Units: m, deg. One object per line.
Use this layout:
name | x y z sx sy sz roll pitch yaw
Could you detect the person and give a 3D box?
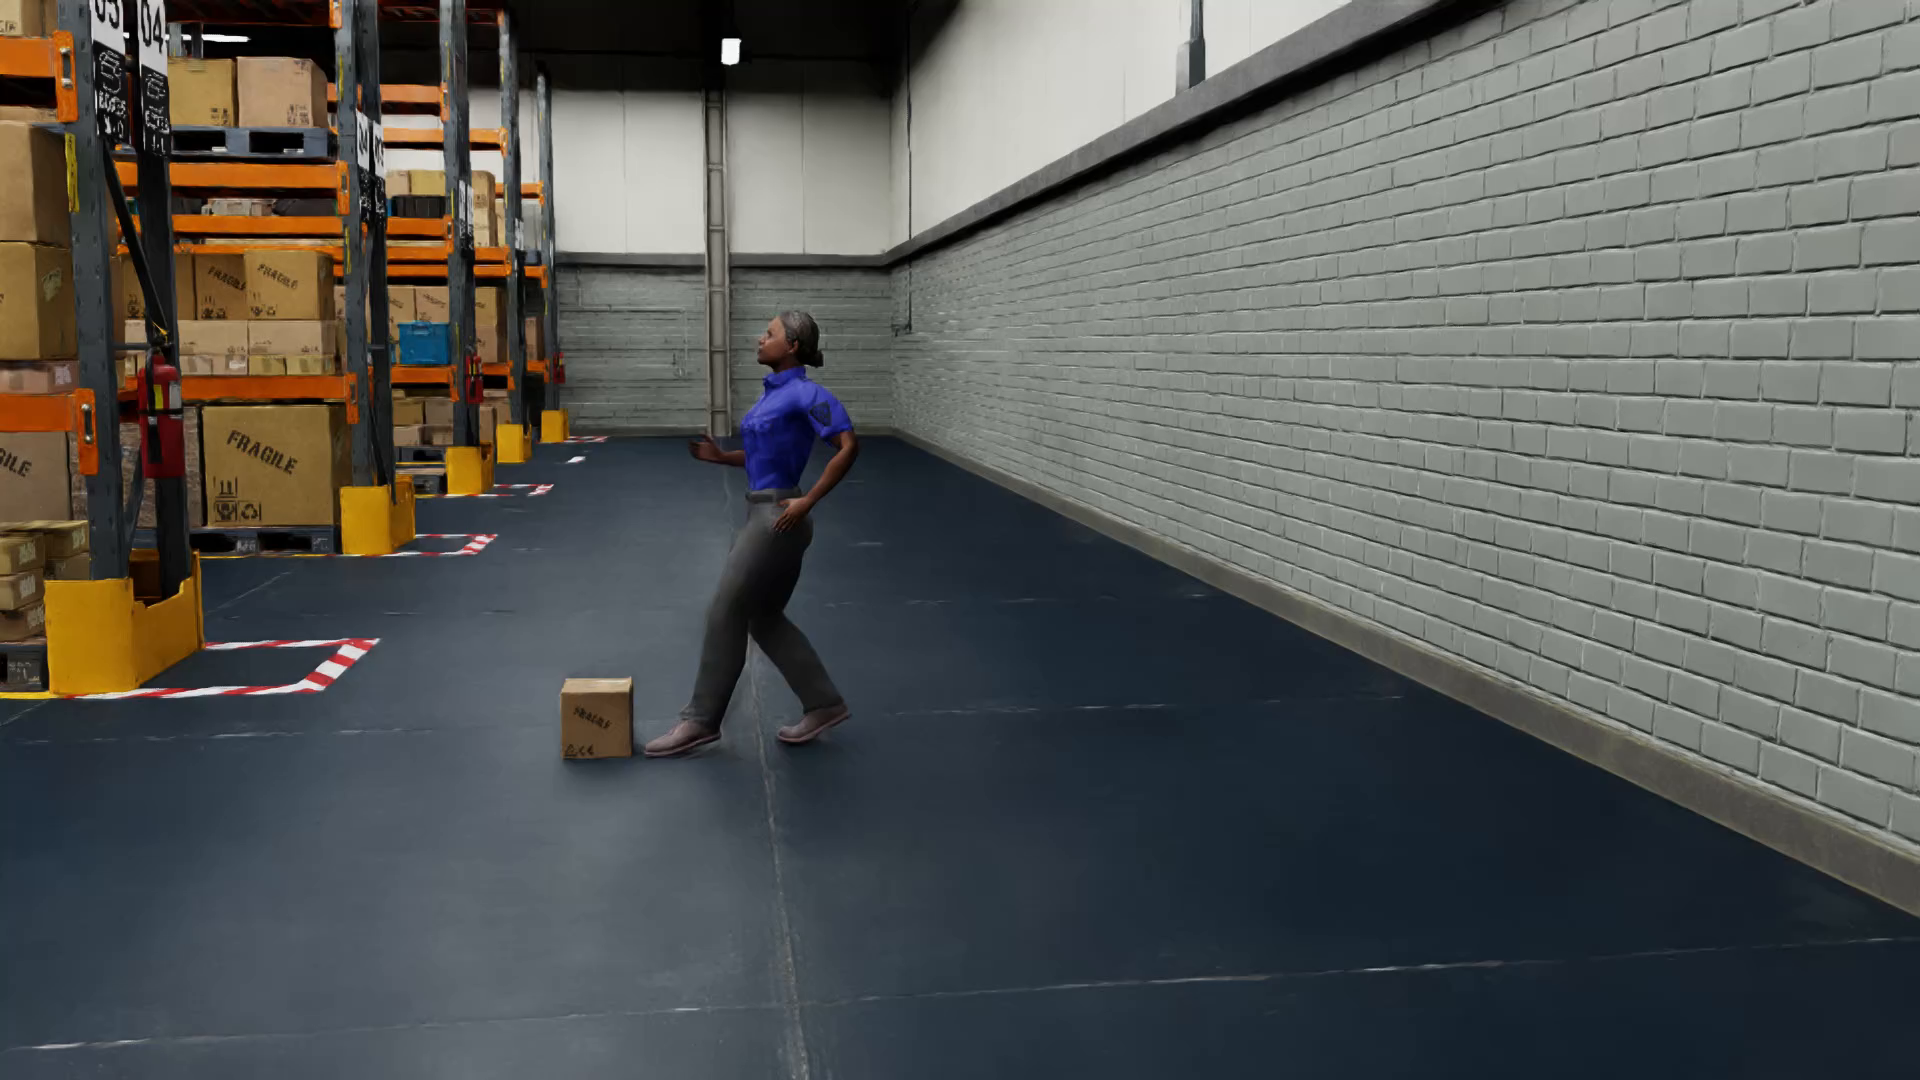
person | -0.787 -0.031 6.205 0.795 1.635 0.535 -1 7 -7
